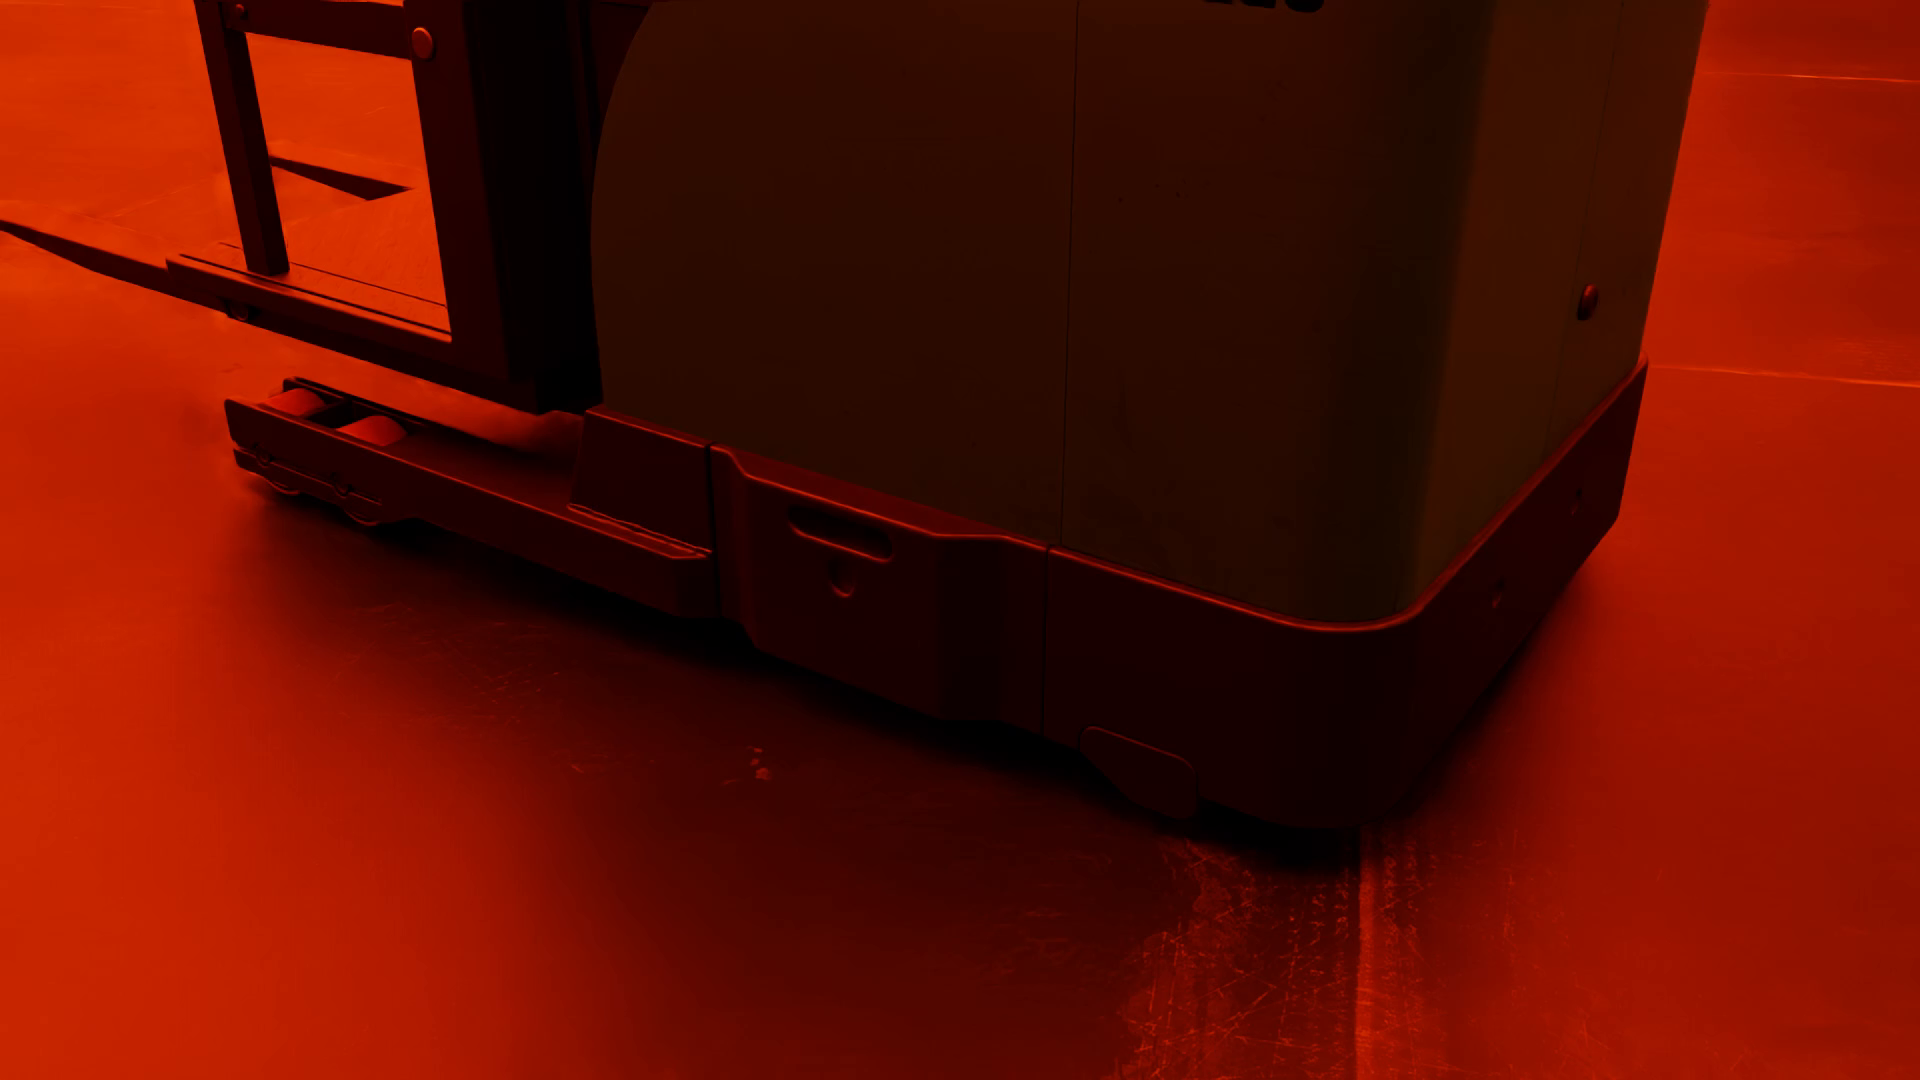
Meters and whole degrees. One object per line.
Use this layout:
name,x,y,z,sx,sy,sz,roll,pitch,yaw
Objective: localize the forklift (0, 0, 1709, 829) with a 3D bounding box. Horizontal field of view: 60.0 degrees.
forklift,-0.539,-1.506,2.230,3.031,2.935,1.130,17,32,31
